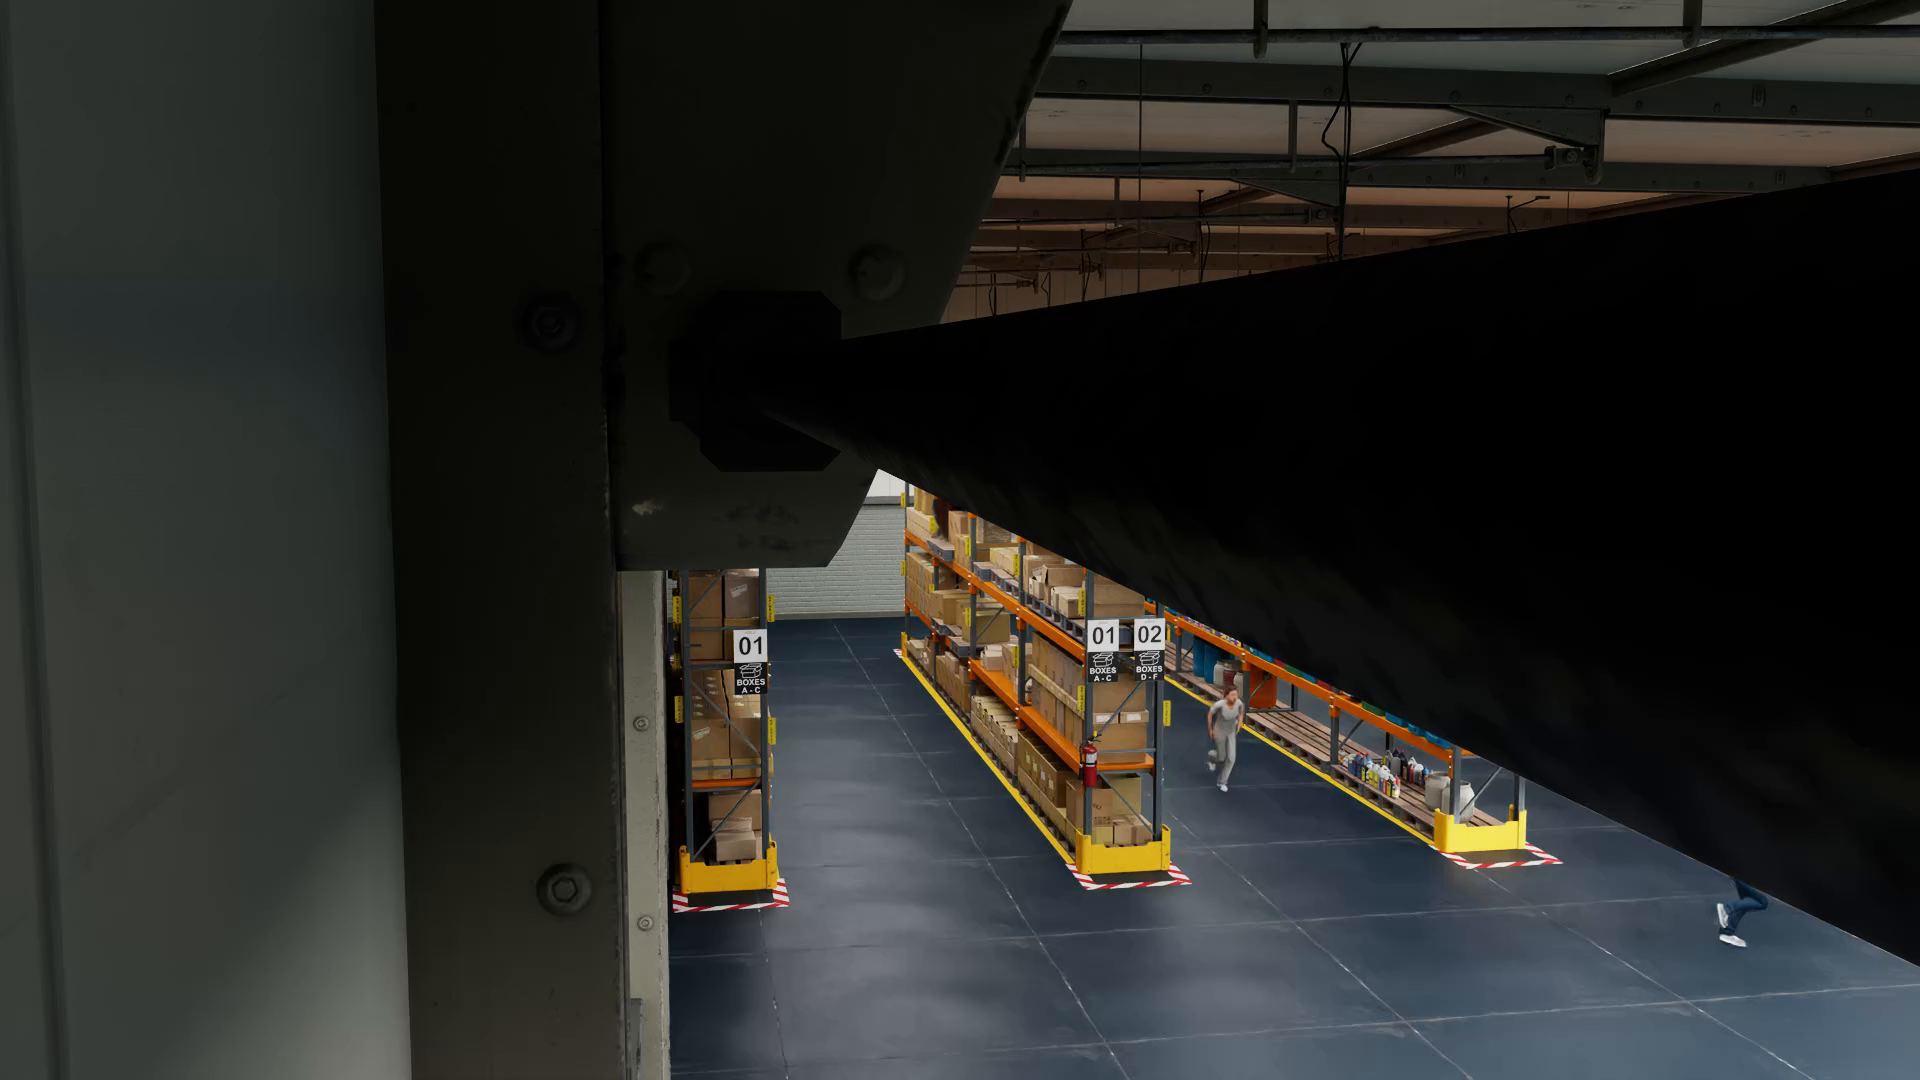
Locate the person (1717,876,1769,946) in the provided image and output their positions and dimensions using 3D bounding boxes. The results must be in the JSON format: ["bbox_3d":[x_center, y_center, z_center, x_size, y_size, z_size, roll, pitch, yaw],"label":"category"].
[{"bbox_3d":[8.670,3.698,18.220,0.653,1.528,0.526,2,6,20],"label":"person"}]

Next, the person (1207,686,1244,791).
[{"bbox_3d":[3.980,2.953,25.160,0.560,1.610,0.790,-2,6,-20],"label":"person"}]
